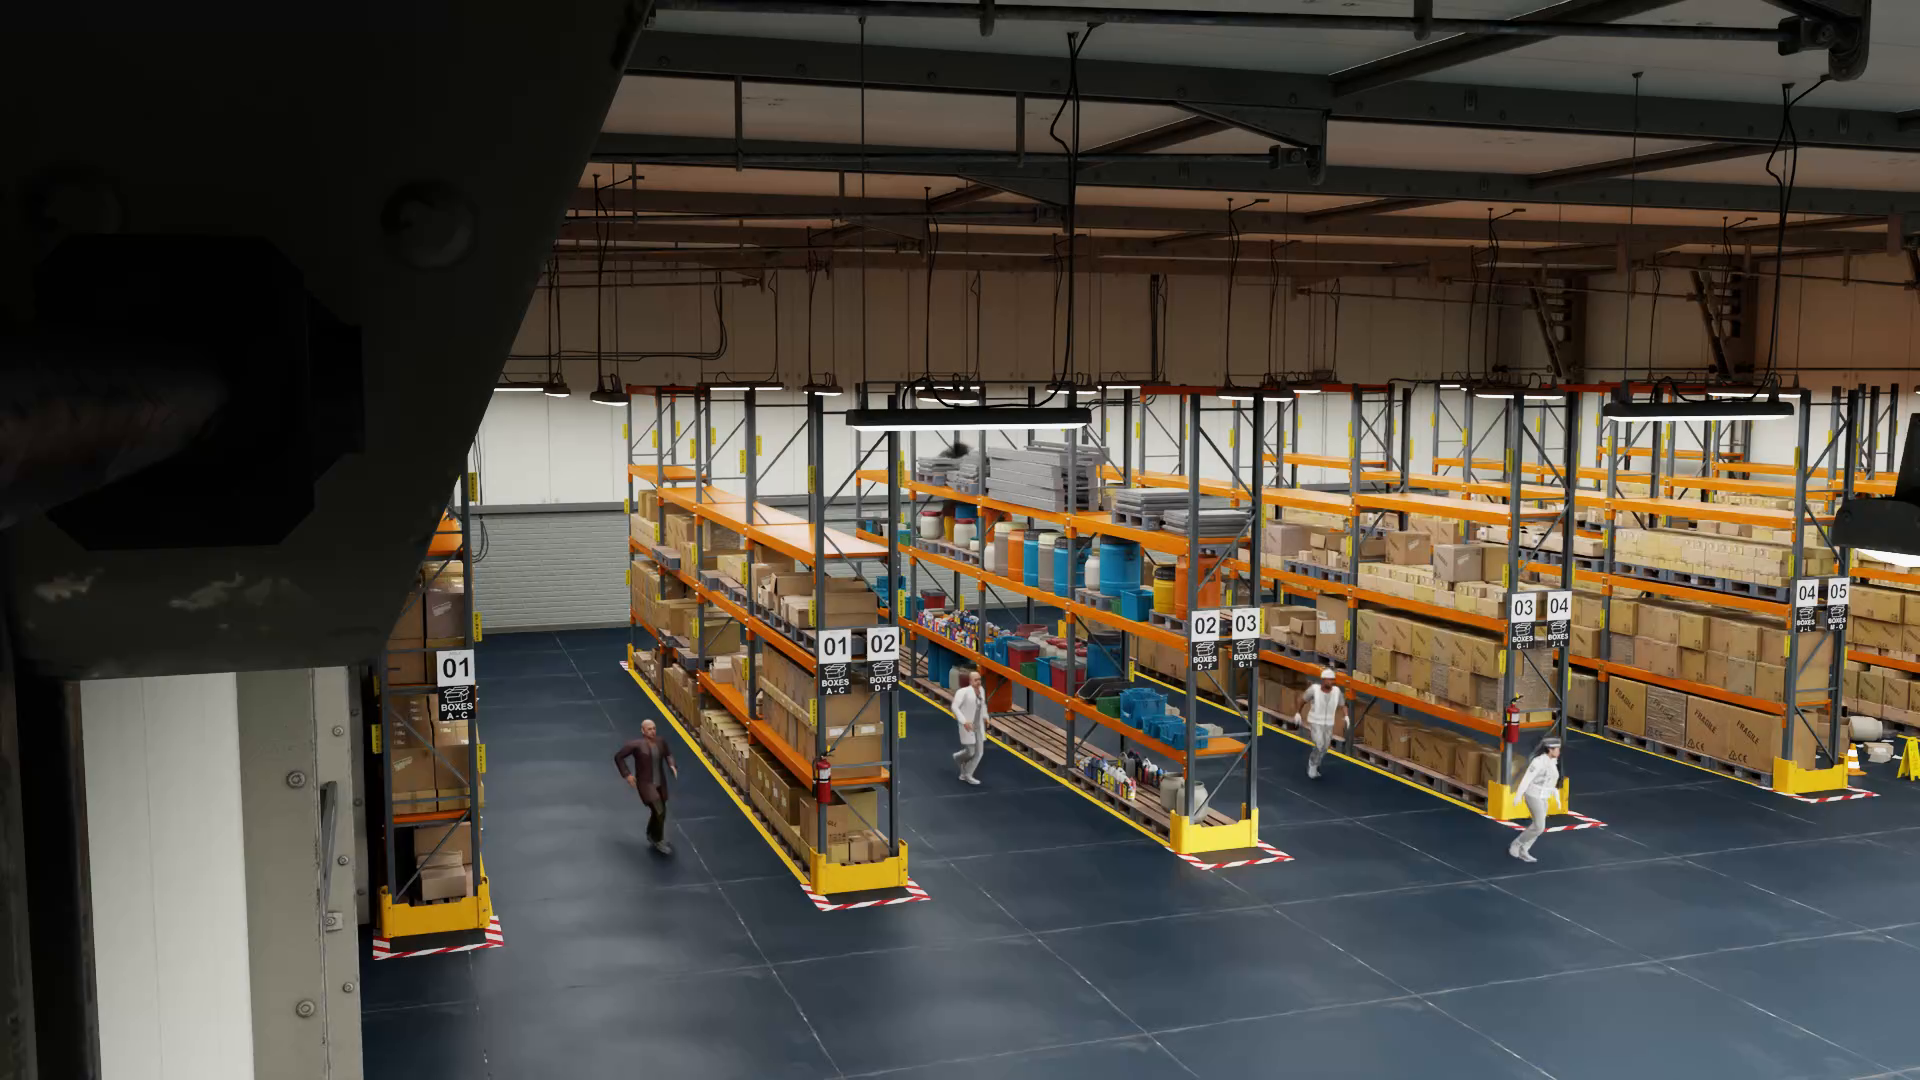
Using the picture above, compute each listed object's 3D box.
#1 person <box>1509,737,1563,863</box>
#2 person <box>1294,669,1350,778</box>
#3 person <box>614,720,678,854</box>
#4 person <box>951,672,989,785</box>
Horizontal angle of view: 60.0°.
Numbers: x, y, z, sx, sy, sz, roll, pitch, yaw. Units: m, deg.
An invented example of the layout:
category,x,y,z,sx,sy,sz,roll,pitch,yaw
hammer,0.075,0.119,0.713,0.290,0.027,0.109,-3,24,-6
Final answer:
category,x,y,z,sx,sy,sz,roll,pitch,yaw
person,7.406,3.339,21.355,0.548,1.637,0.631,5,8,41
person,5.588,2.822,25.486,0.659,1.725,0.820,-2,6,-14
person,-4.049,3.216,21.690,0.715,1.779,0.786,5,8,42
person,0.110,2.854,25.504,0.707,1.733,0.650,-4,7,-35
